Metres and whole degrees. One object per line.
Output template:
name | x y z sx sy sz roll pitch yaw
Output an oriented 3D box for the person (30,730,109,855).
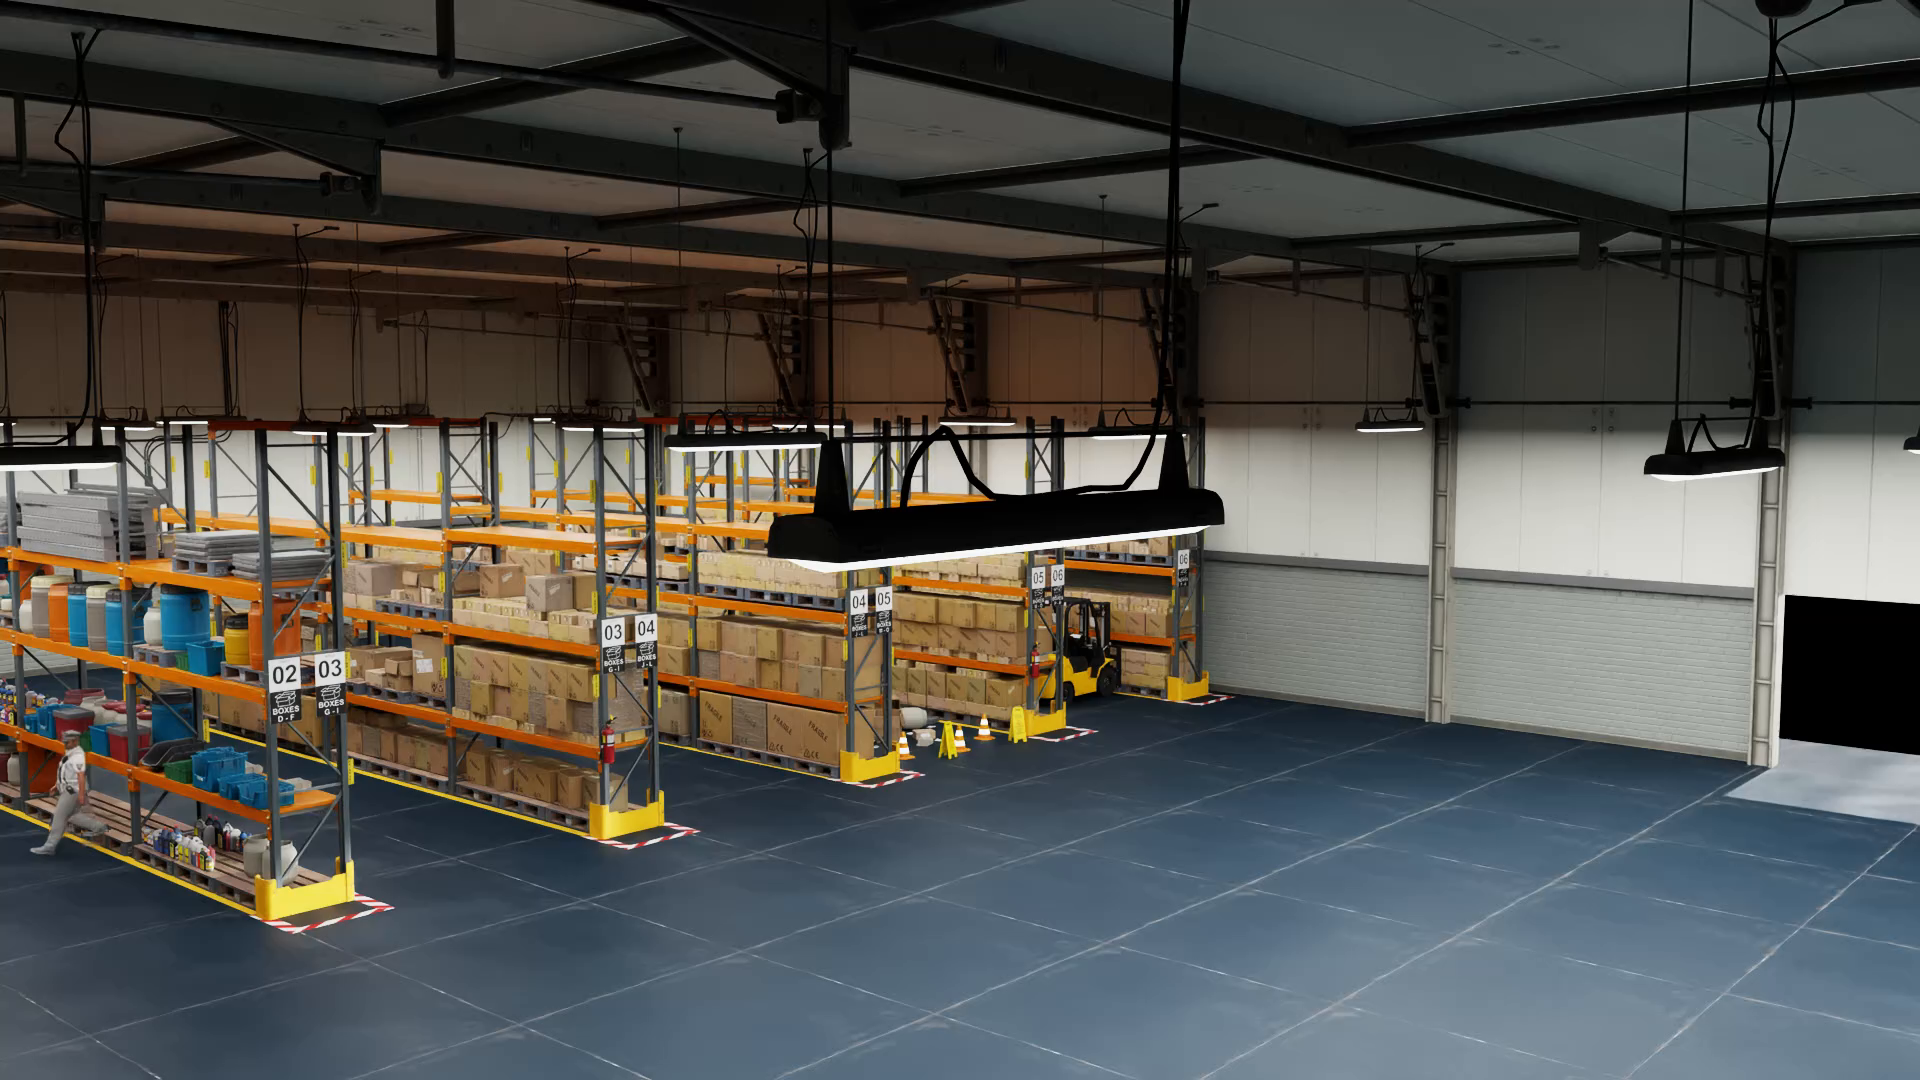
person | -12.519 3.518 23.340 0.959 1.701 0.613 -2 5 -24
